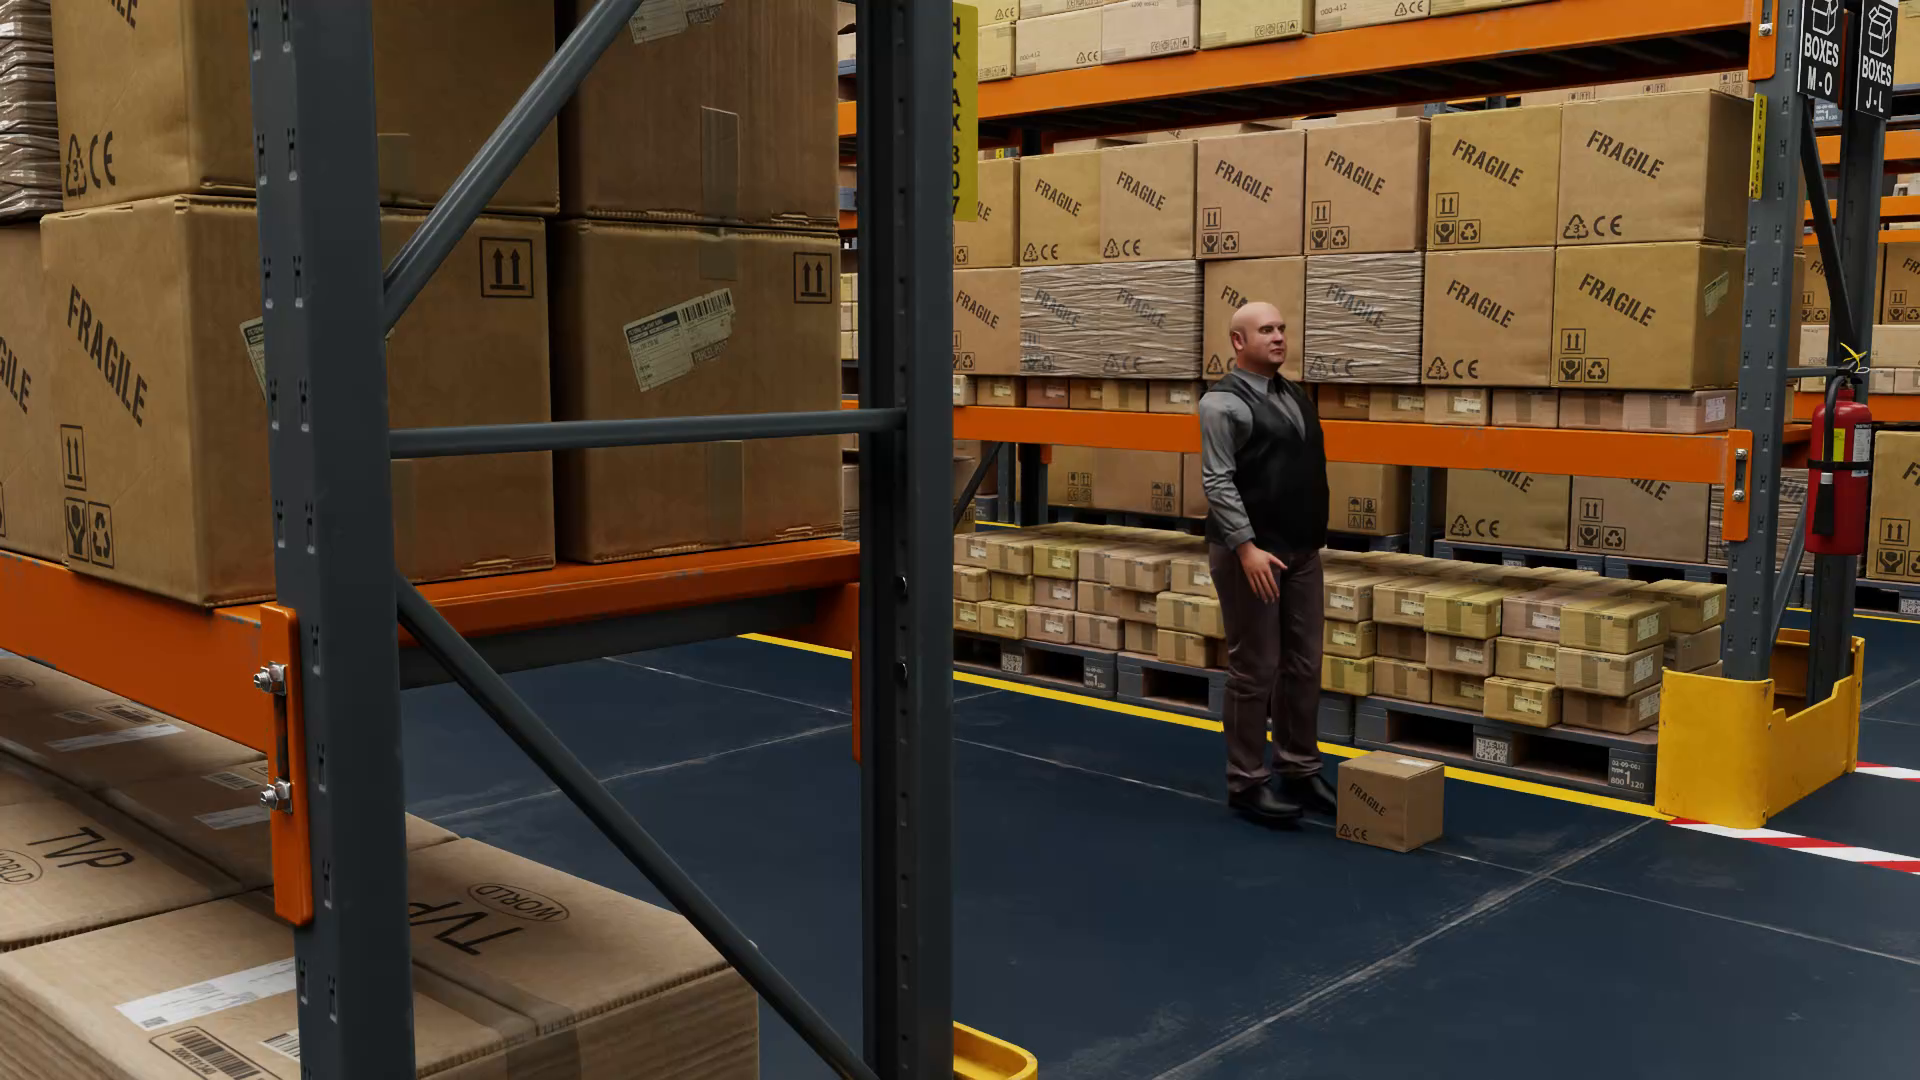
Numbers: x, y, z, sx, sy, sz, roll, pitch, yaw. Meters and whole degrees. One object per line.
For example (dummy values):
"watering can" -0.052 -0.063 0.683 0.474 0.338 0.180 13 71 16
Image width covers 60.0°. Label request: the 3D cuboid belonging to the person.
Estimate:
"person" 1.065 0.075 5.632 0.565 1.751 0.436 -6 9 -42
